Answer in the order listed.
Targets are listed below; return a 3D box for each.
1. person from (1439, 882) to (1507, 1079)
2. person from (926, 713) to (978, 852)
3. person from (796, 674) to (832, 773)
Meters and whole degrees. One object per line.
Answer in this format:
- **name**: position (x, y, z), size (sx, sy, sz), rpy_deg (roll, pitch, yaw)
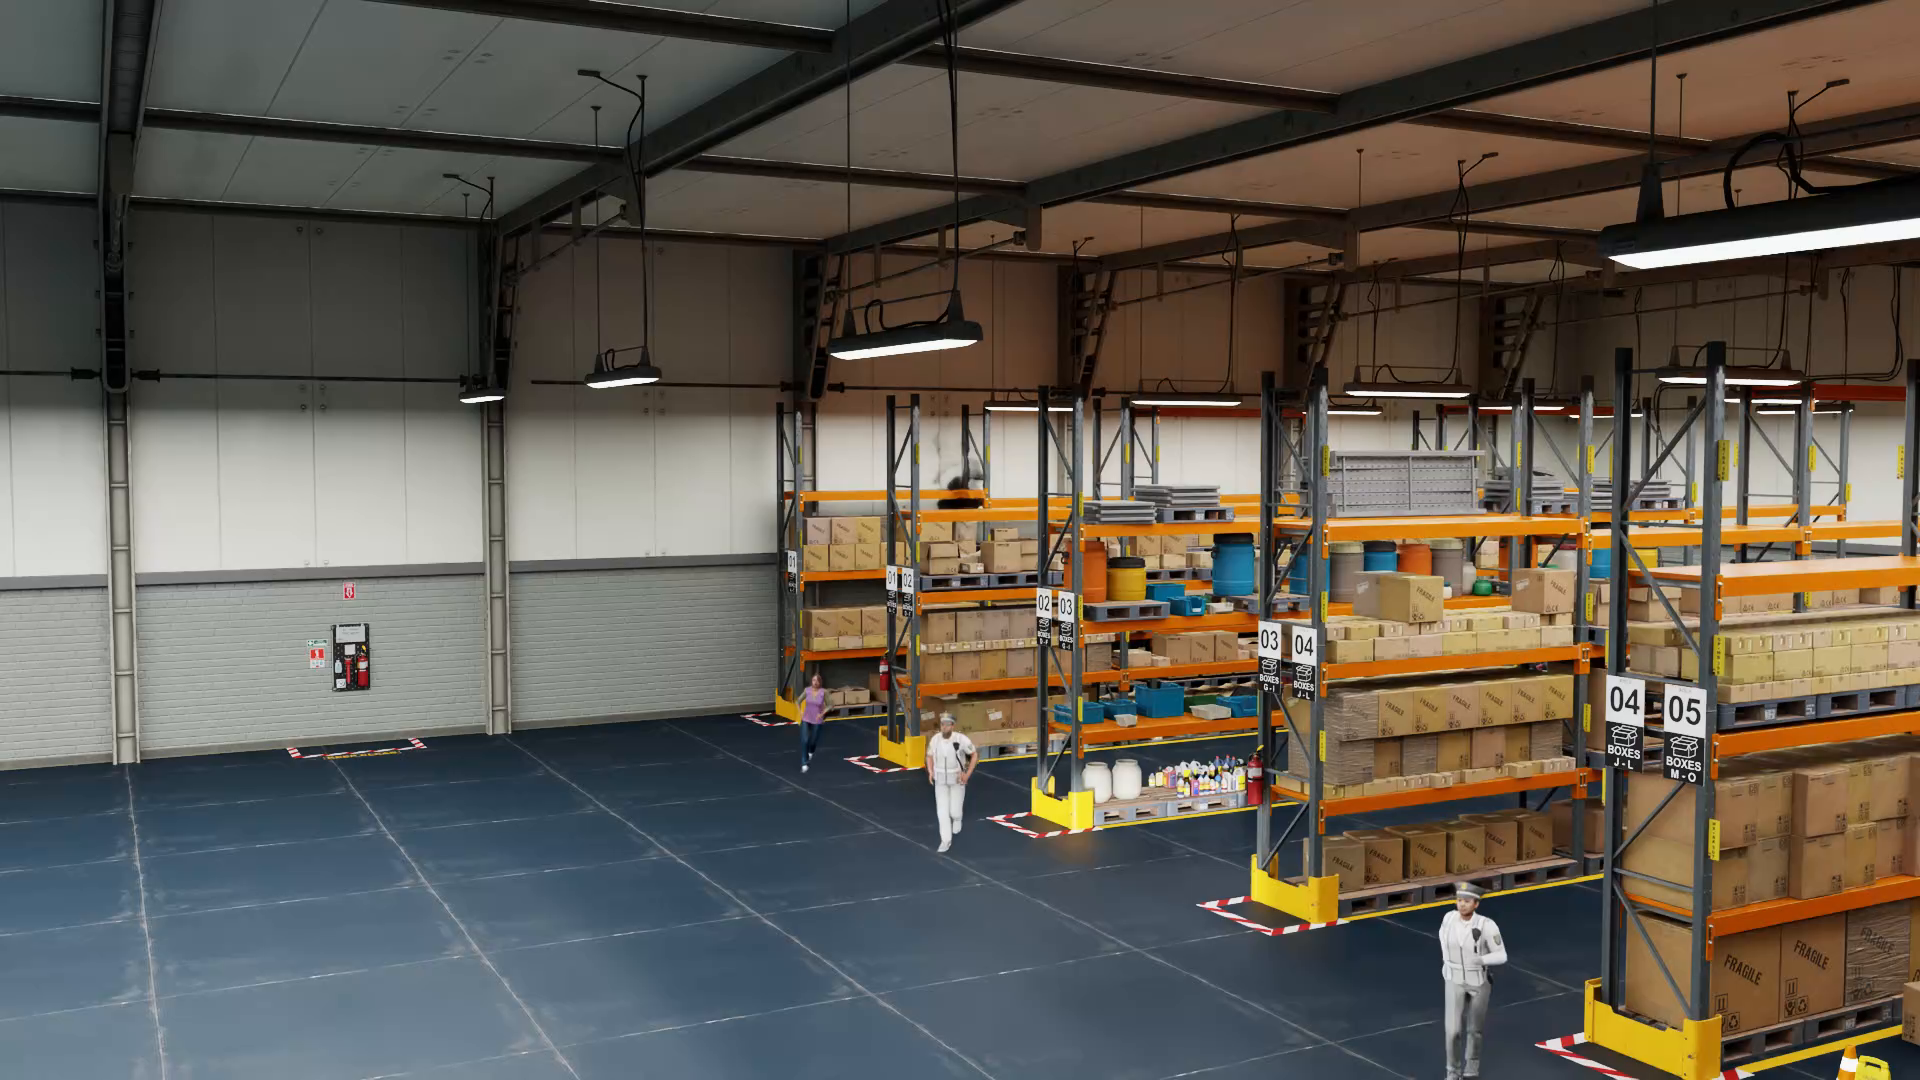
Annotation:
- **person**: position (4.078, 3.582, 13.292), size (0.579, 1.759, 0.736), rpy_deg (2, 4, 27)
- **person**: position (-0.104, 3.083, 21.451), size (0.678, 1.775, 0.689), rpy_deg (1, 3, 14)
- **person**: position (-2.336, 2.907, 26.563), size (0.578, 1.560, 0.614), rpy_deg (0, 3, 2)
